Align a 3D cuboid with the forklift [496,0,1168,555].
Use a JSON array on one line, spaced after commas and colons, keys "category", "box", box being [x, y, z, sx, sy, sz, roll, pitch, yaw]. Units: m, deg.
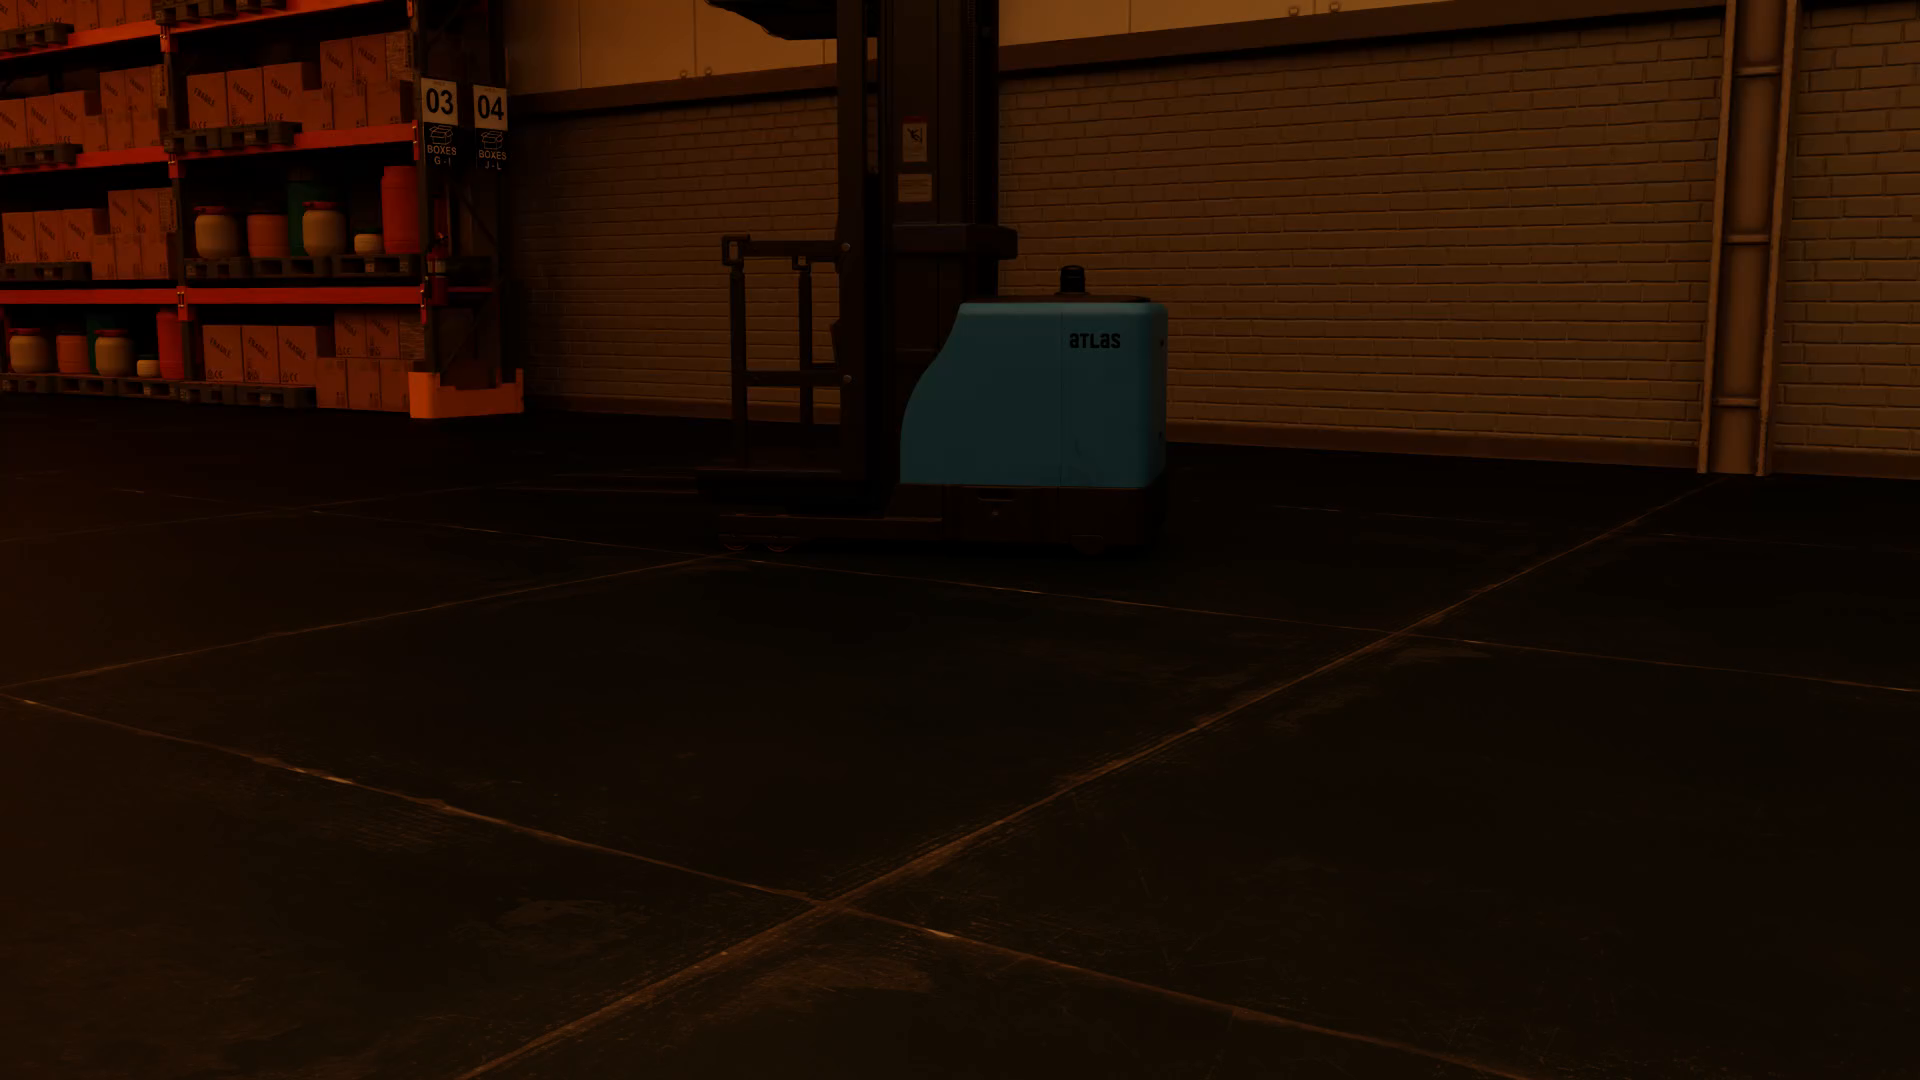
[{"category": "forklift", "box": [-0.596, -1.469, 7.520, 3.031, 2.935, 1.130, 2, 8, 12]}]
